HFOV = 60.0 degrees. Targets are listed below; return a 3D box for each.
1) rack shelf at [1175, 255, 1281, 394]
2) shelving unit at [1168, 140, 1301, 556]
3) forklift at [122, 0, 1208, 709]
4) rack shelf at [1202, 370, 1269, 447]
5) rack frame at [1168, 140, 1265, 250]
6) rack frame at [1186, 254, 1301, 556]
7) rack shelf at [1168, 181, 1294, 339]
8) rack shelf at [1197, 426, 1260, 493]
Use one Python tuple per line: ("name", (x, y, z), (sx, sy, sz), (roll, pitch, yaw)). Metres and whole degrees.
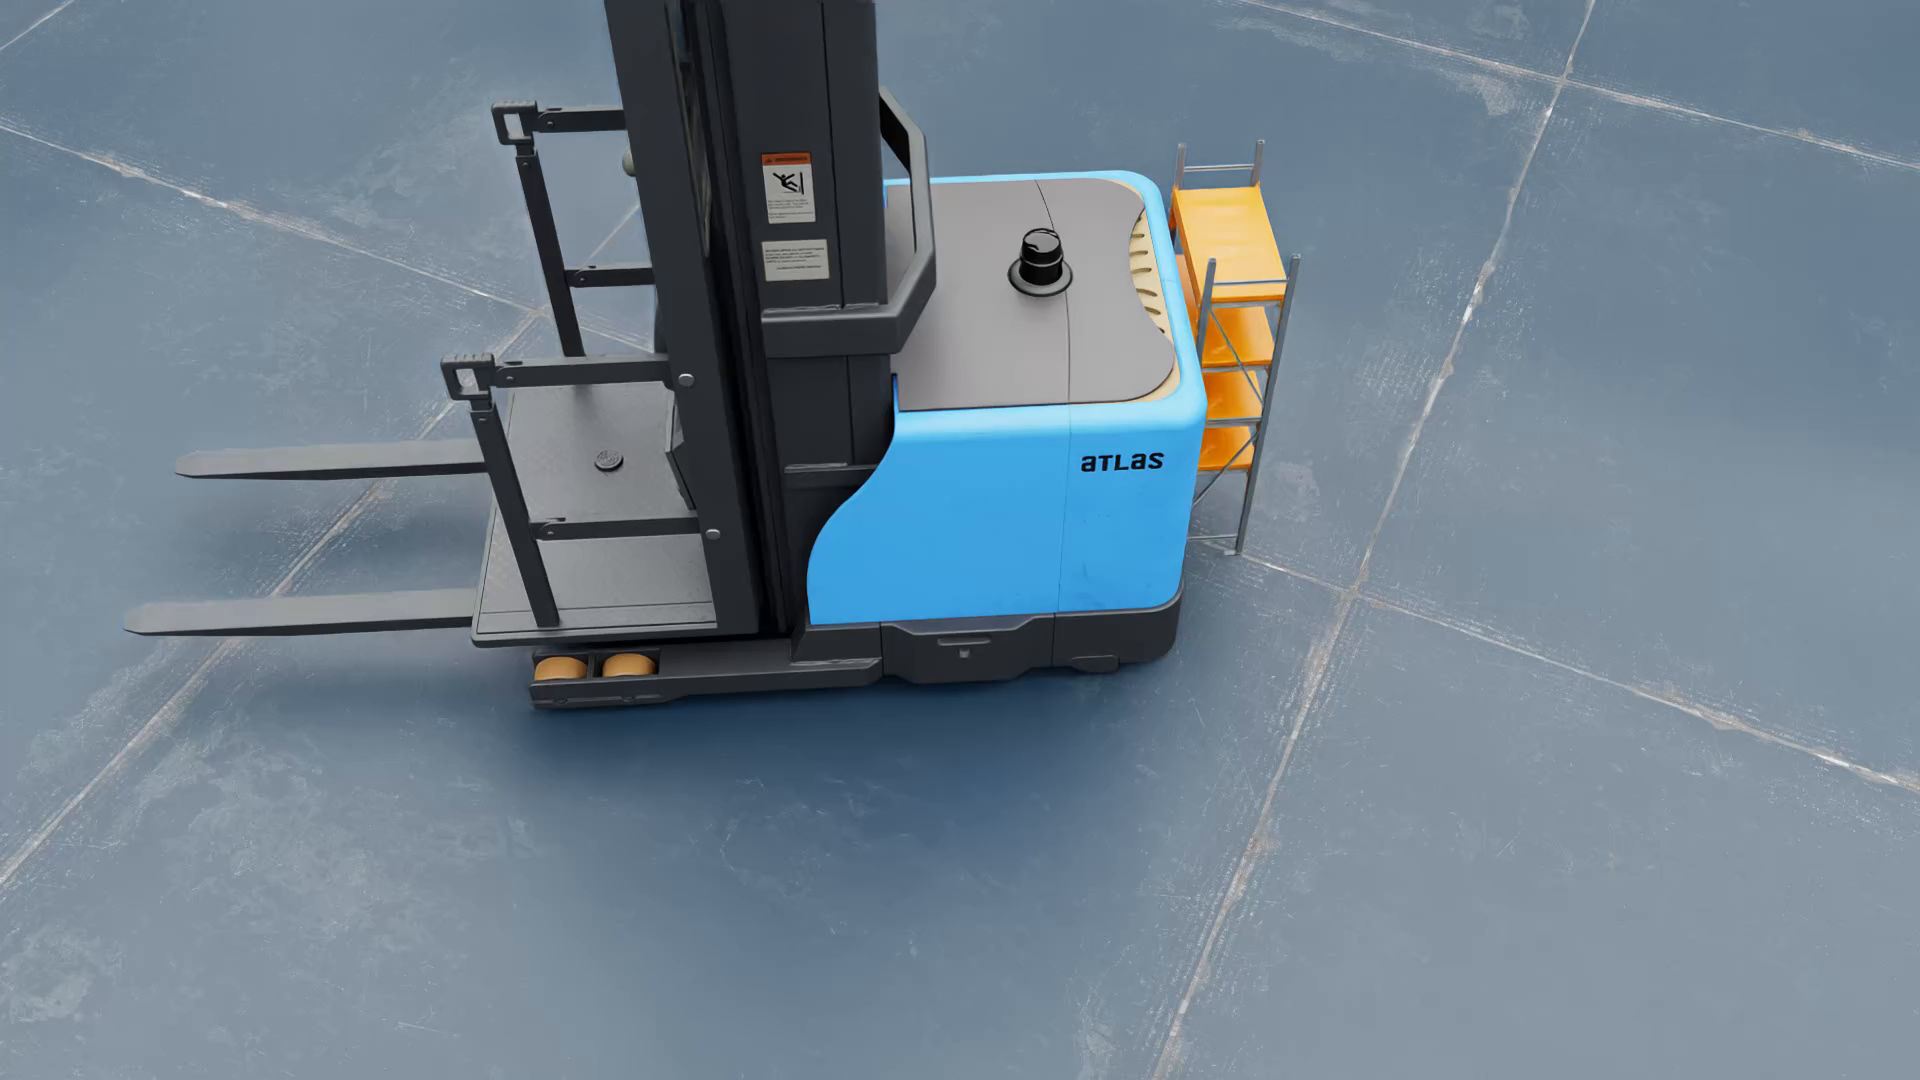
("rack shelf", (0.744, -0.627, 4.791), (0.258, 0.148, 0.480), (-3, 50, -3))
("shelving unit", (0.744, -0.526, 4.910), (0.258, 1.200, 0.503), (-3, 50, -3))
("forklift", (-0.901, -0.878, 4.073), (3.031, 2.935, 1.130), (-3, 50, -2))
("rack shelf", (0.744, -0.482, 4.961), (0.258, 0.148, 0.480), (-3, 50, -3))
("rack frame", (0.726, -0.711, 5.067), (0.240, 1.200, 0.015), (-3, 50, -3))
("rack frame", (0.761, -0.341, 4.752), (0.240, 1.200, 0.015), (-3, 50, -3))
("rack shelf", (0.744, -0.781, 4.610), (0.258, 0.148, 0.480), (-3, 50, -3))
("rack shelf", (0.744, -0.354, 5.112), (0.258, 0.148, 0.480), (-3, 50, -3))
